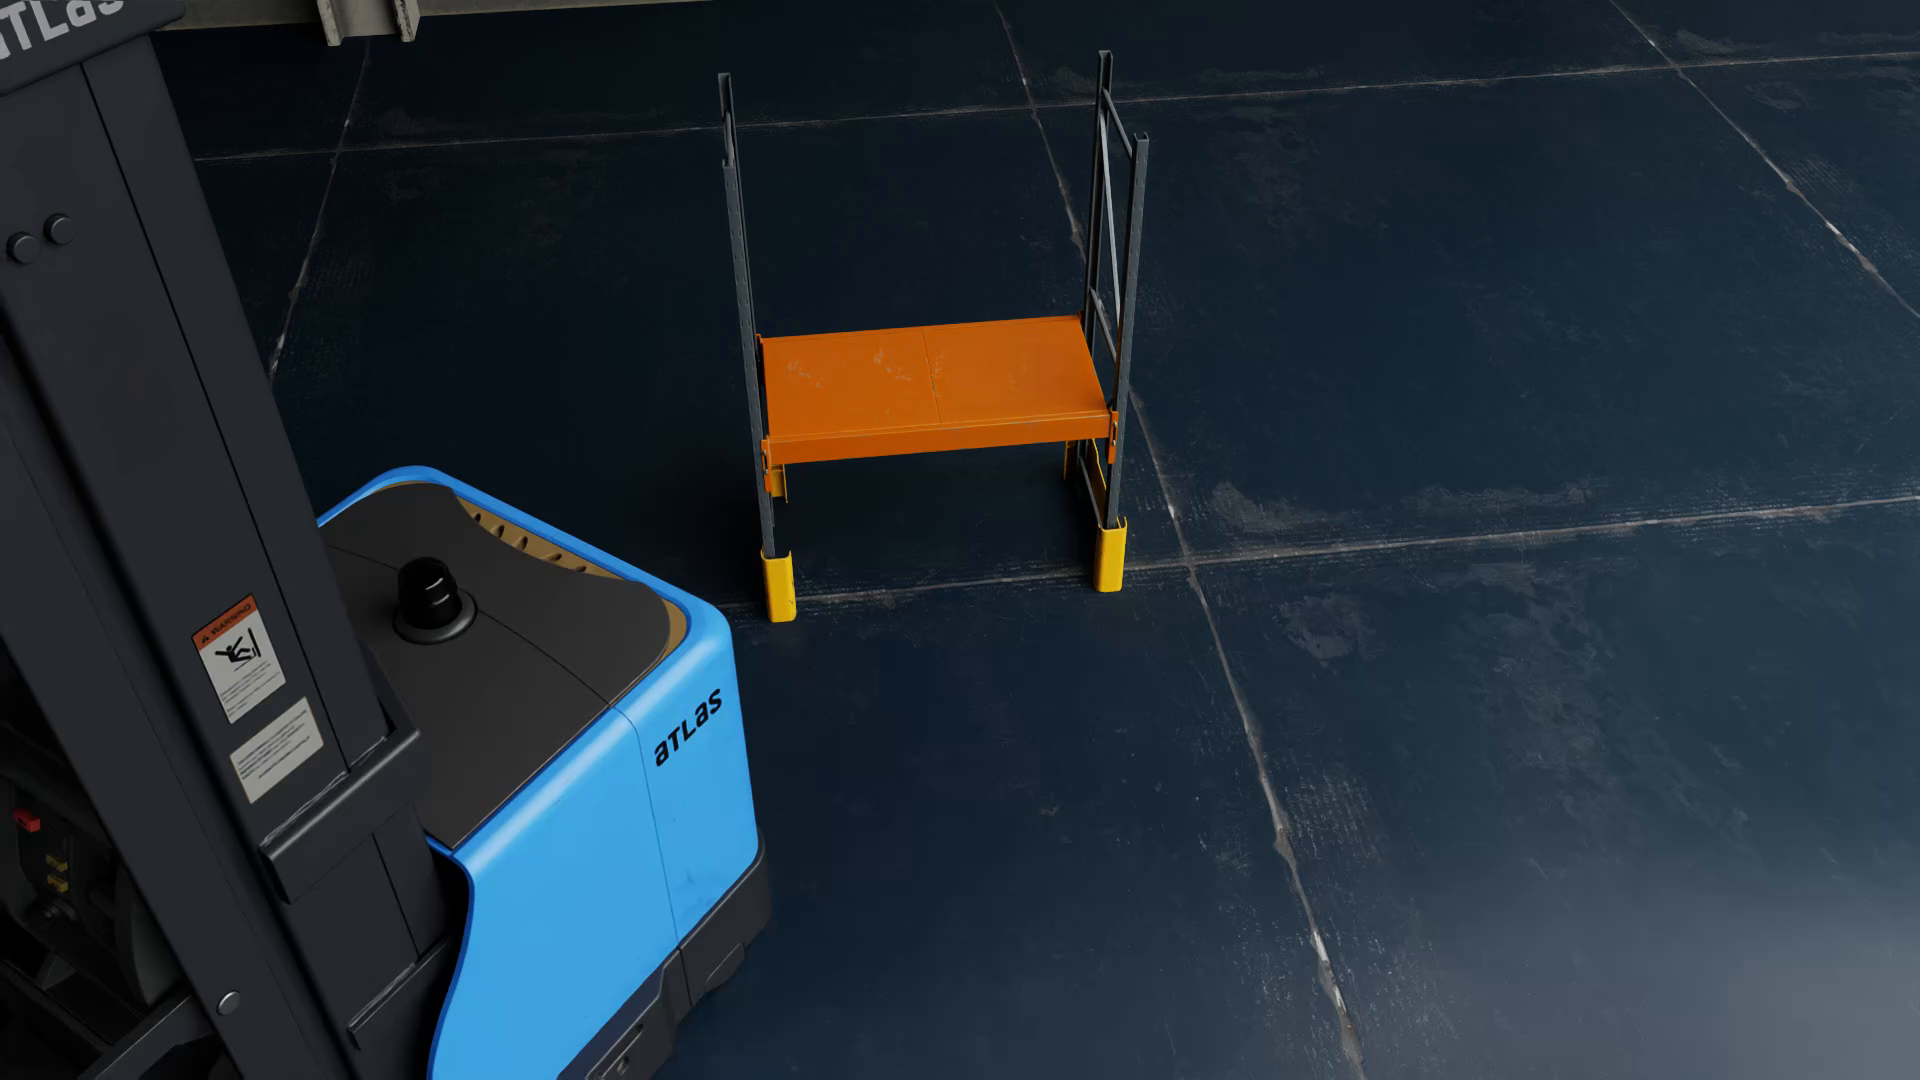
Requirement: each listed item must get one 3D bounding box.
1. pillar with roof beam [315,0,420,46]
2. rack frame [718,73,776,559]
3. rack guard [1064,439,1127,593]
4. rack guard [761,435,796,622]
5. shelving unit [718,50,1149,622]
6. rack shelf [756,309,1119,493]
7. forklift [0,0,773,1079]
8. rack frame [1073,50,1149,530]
[{"bbox_3d":[-2.244,-2.927,1.777,0.400,9.000,9.100,-5,42,-6],"label":"pillar with roof beam"},{"bbox_3d":[-0.589,-0.505,4.691,0.032,1.500,0.500,-5,42,-6],"label":"rack frame"},{"bbox_3d":[0.418,-0.129,5.207,0.087,0.250,0.587,-5,42,-6],"label":"rack guard"},{"bbox_3d":[-0.569,-0.043,5.111,0.087,0.250,0.587,-5,42,-6],"label":"rack guard"},{"bbox_3d":[-0.076,-0.550,4.740,1.083,1.500,0.587,-5,42,-6],"label":"shelving unit"},{"bbox_3d":[-0.085,-0.416,4.860,1.000,0.185,0.538,-5,42,-6],"label":"rack shelf"},{"bbox_3d":[-1.692,0.514,2.491,1.130,2.935,3.031,24,47,24],"label":"forklift"},{"bbox_3d":[0.419,-0.594,4.788,0.032,1.500,0.500,-5,42,-6],"label":"rack frame"}]
